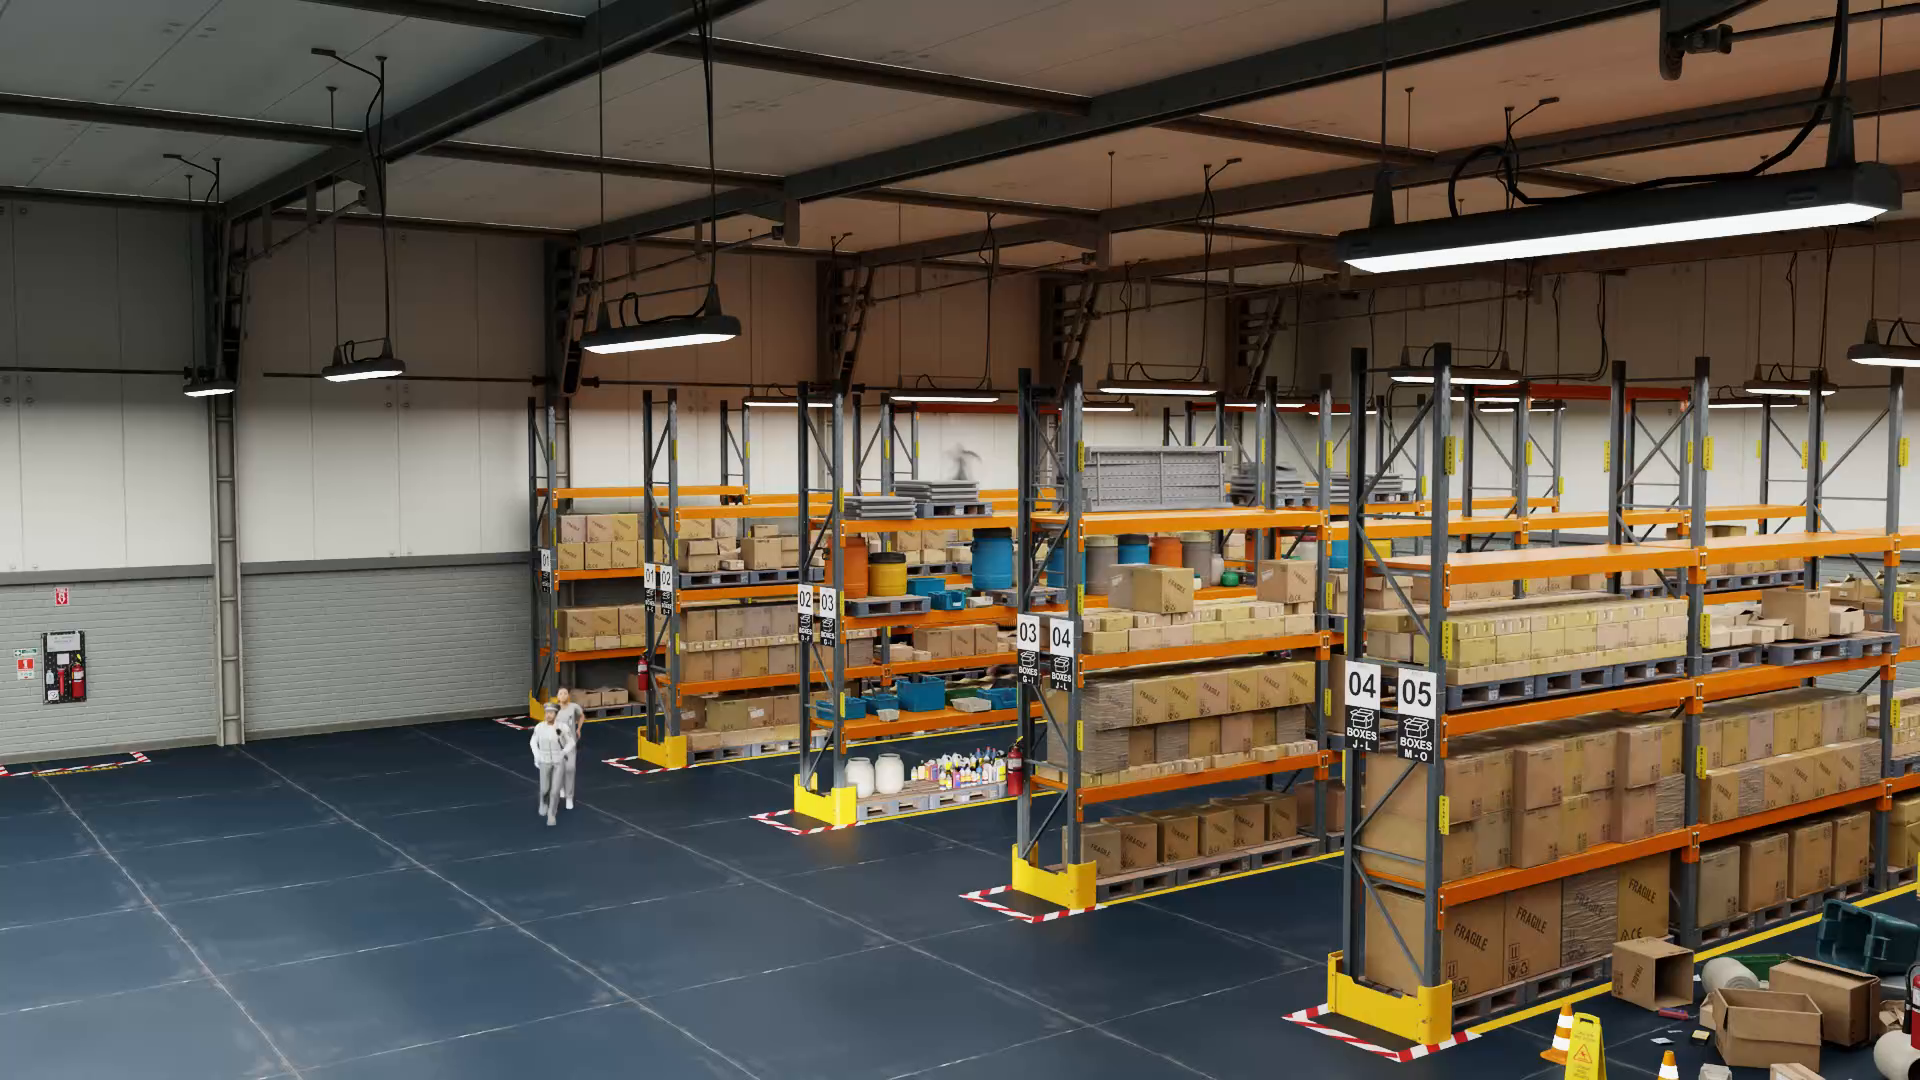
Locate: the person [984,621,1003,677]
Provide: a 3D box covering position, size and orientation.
[{"bbox_3d":[0.694,2.412,32.709,0.716,1.622,0.596,-2,4,-32],"label":"person"}]

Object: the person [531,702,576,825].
[{"bbox_3d":[-5.505,3.012,22.476,0.605,1.669,0.569,-1,3,-9],"label":"person"}]

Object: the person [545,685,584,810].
[{"bbox_3d":[-5.628,2.914,23.646,0.555,1.705,0.842,-1,3,-11],"label":"person"}]
